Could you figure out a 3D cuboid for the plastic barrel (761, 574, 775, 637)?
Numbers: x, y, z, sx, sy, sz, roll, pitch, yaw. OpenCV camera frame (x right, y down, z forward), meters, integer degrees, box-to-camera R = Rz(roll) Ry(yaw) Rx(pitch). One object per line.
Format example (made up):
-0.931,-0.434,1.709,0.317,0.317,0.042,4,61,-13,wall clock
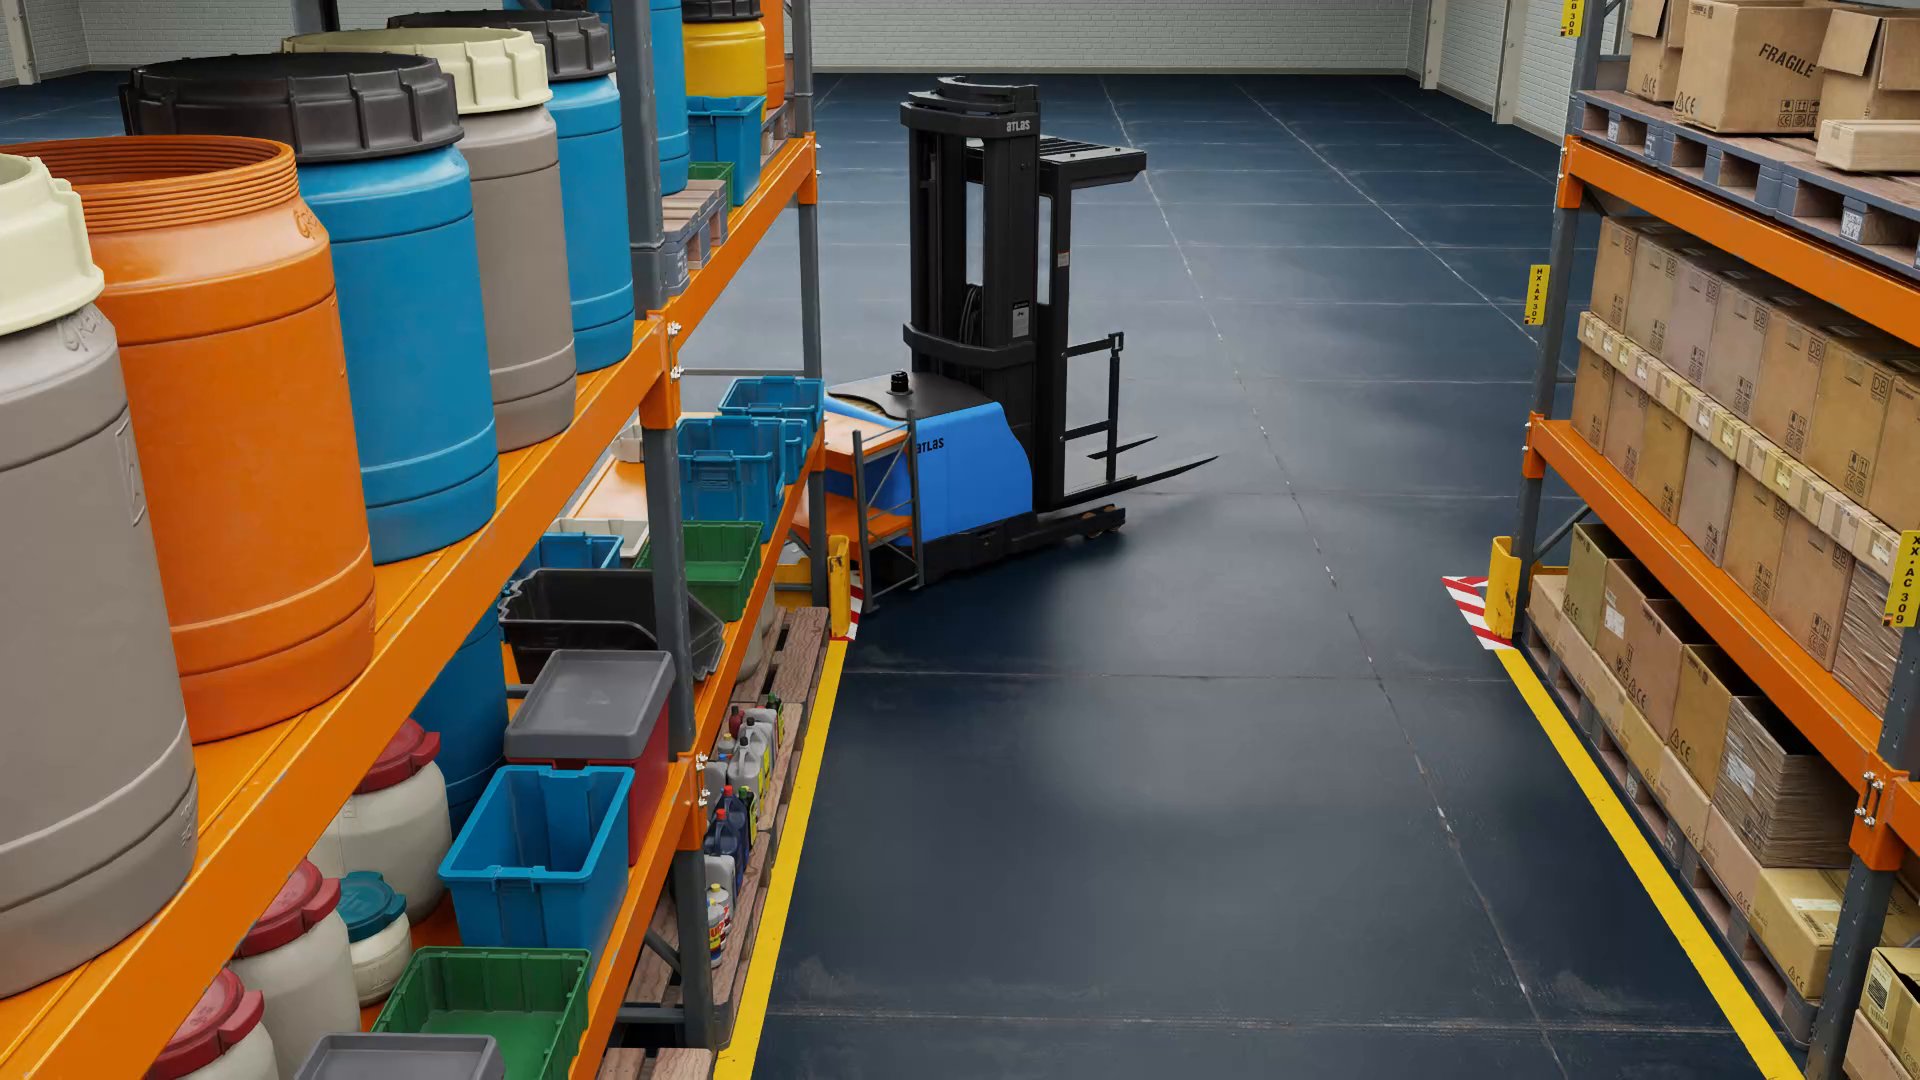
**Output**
-1.220,0.271,9.043,0.421,0.512,0.421,0,21,0,plastic barrel

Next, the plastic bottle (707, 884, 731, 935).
-0.944,1.430,6.458,0.097,0.201,0.097,0,21,0,plastic bottle

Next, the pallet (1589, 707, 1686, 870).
3.653,1.141,7.797,1.003,0.211,1.213,1,21,2,pallet

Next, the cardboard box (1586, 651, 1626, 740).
3.409,0.763,8.137,0.500,0.250,0.500,1,21,2,cardboard box

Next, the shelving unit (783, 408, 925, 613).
-0.799,-0.282,10.054,1.048,1.125,0.538,16,29,38,shelving unit

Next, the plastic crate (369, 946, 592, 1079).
-1.169,1.246,3.965,0.450,0.188,0.662,1,21,2,plastic crate

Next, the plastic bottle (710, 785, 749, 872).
-0.953,1.188,6.873,0.144,0.351,0.185,0,21,-1,plastic bottle

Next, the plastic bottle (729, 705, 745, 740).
-1.036,0.888,7.741,0.061,0.283,0.133,1,21,2,plastic bottle

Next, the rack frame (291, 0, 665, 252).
-1.398,-2.283,4.472,1.000,3.000,0.127,1,21,2,rack frame

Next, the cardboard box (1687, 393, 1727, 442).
3.400,-0.530,7.213,0.380,0.149,0.250,1,21,2,cardboard box

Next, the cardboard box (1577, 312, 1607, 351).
3.447,-1.086,8.646,0.380,0.149,0.250,0,21,1,cardboard box

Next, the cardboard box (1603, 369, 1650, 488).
3.636,-0.564,8.198,0.700,0.500,0.500,1,21,3,cardboard box

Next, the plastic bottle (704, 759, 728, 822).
-1.089,1.077,7.263,0.152,0.276,0.135,1,21,2,plastic bottle

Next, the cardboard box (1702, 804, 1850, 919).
3.373,1.305,6.739,0.500,0.250,0.500,1,21,2,cardboard box

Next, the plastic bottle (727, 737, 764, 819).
-0.940,1.035,7.269,0.144,0.351,0.185,0,21,1,plastic bottle

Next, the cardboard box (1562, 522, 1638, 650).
3.422,0.233,8.467,0.500,0.500,0.500,1,21,2,cardboard box

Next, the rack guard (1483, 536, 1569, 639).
3.675,0.280,9.615,1.175,0.500,0.348,1,21,2,rack guard

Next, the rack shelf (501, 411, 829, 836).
-1.337,0.126,7.551,1.077,0.370,4.000,1,21,2,rack shelf

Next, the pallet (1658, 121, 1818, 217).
3.593,-1.536,6.816,1.003,0.211,1.213,1,21,2,pallet

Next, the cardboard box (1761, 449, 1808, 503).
3.380,-0.248,6.485,0.380,0.149,0.250,1,21,1,cardboard box

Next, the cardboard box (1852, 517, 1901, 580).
3.356,0.031,5.768,0.380,0.149,0.250,0,21,0,cardboard box

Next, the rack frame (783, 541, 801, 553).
-1.185,-0.393,10.365,0.032,1.125,0.500,16,29,38,rack frame

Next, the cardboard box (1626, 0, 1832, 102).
3.653,-2.376,7.943,0.797,0.503,0.637,2,21,5,cardboard box

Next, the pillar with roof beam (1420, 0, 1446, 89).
6.079,-14.252,35.319,9.100,9.000,0.400,1,21,2,pillar with roof beam

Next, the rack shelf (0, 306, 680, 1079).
-1.459,0.174,3.281,1.077,0.370,4.000,1,21,2,rack shelf

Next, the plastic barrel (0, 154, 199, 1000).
-1.278,0.034,1.956,0.600,0.901,0.600,0,21,0,plastic barrel

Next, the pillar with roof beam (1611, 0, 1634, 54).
5.714,-9.913,24.137,9.100,9.000,0.400,1,21,2,pillar with roof beam

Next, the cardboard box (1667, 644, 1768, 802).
3.387,0.775,7.069,0.500,0.500,0.500,1,21,2,cardboard box

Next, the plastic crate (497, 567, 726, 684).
-1.255,0.355,6.053,0.767,0.338,0.504,1,21,2,plastic crate

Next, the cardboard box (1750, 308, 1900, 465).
3.590,-0.606,6.512,0.700,0.500,0.500,1,21,2,cardboard box

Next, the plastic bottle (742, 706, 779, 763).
-0.929,0.892,7.740,0.152,0.276,0.135,1,21,2,plastic bottle

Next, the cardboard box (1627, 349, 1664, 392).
3.423,-0.809,7.932,0.380,0.149,0.250,0,21,1,cardboard box

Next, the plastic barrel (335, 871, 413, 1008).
-1.592,1.056,4.353,0.301,0.262,0.301,0,21,0,plastic barrel

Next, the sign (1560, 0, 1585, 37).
3.120,-2.727,8.447,0.100,0.325,0.005,1,21,2,sign

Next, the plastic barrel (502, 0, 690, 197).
-1.261,-1.672,5.772,0.600,0.901,0.708,1,21,2,plastic barrel

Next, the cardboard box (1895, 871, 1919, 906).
3.870,1.492,6.258,0.500,0.250,0.500,1,21,2,cardboard box

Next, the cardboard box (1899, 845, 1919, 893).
3.880,1.142,6.122,0.500,0.500,0.500,1,21,2,cardboard box

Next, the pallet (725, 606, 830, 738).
-1.262,0.690,8.960,1.003,0.211,1.213,1,21,2,pallet

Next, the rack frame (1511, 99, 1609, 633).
3.674,-0.876,9.141,1.000,3.000,0.127,1,21,2,rack frame

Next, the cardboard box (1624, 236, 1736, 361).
3.635,-1.150,7.914,0.700,0.500,0.500,0,21,0,cardboard box

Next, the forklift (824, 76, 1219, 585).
0.486,-1.511,10.872,3.031,2.935,1.130,-17,27,-36,forklift

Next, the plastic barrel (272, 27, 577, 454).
-1.217,-0.695,3.834,0.600,0.901,0.600,0,21,0,plastic barrel

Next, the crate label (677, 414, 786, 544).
-1.062,-0.280,7.555,0.502,0.435,0.616,1,21,2,crate label

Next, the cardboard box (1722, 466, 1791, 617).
3.589,-0.009,6.768,0.700,0.500,0.500,1,21,2,cardboard box

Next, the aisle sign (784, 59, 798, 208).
-0.977,-2.167,8.873,0.394,0.787,0.004,1,21,2,aisle sign

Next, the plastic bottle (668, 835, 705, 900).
-1.103,1.255,6.701,0.144,0.351,0.185,1,21,2,plastic bottle

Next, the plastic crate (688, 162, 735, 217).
-1.078,-1.353,6.515,0.336,0.188,0.450,1,21,2,plastic crate

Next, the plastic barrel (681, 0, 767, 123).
-1.184,-2.200,7.566,0.600,0.588,0.600,0,21,0,plastic barrel

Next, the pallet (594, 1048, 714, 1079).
-1.383,2.099,5.329,1.003,0.211,1.213,1,21,2,pallet

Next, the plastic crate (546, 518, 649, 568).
-1.602,0.047,7.125,0.530,0.136,0.437,1,21,2,plastic crate
